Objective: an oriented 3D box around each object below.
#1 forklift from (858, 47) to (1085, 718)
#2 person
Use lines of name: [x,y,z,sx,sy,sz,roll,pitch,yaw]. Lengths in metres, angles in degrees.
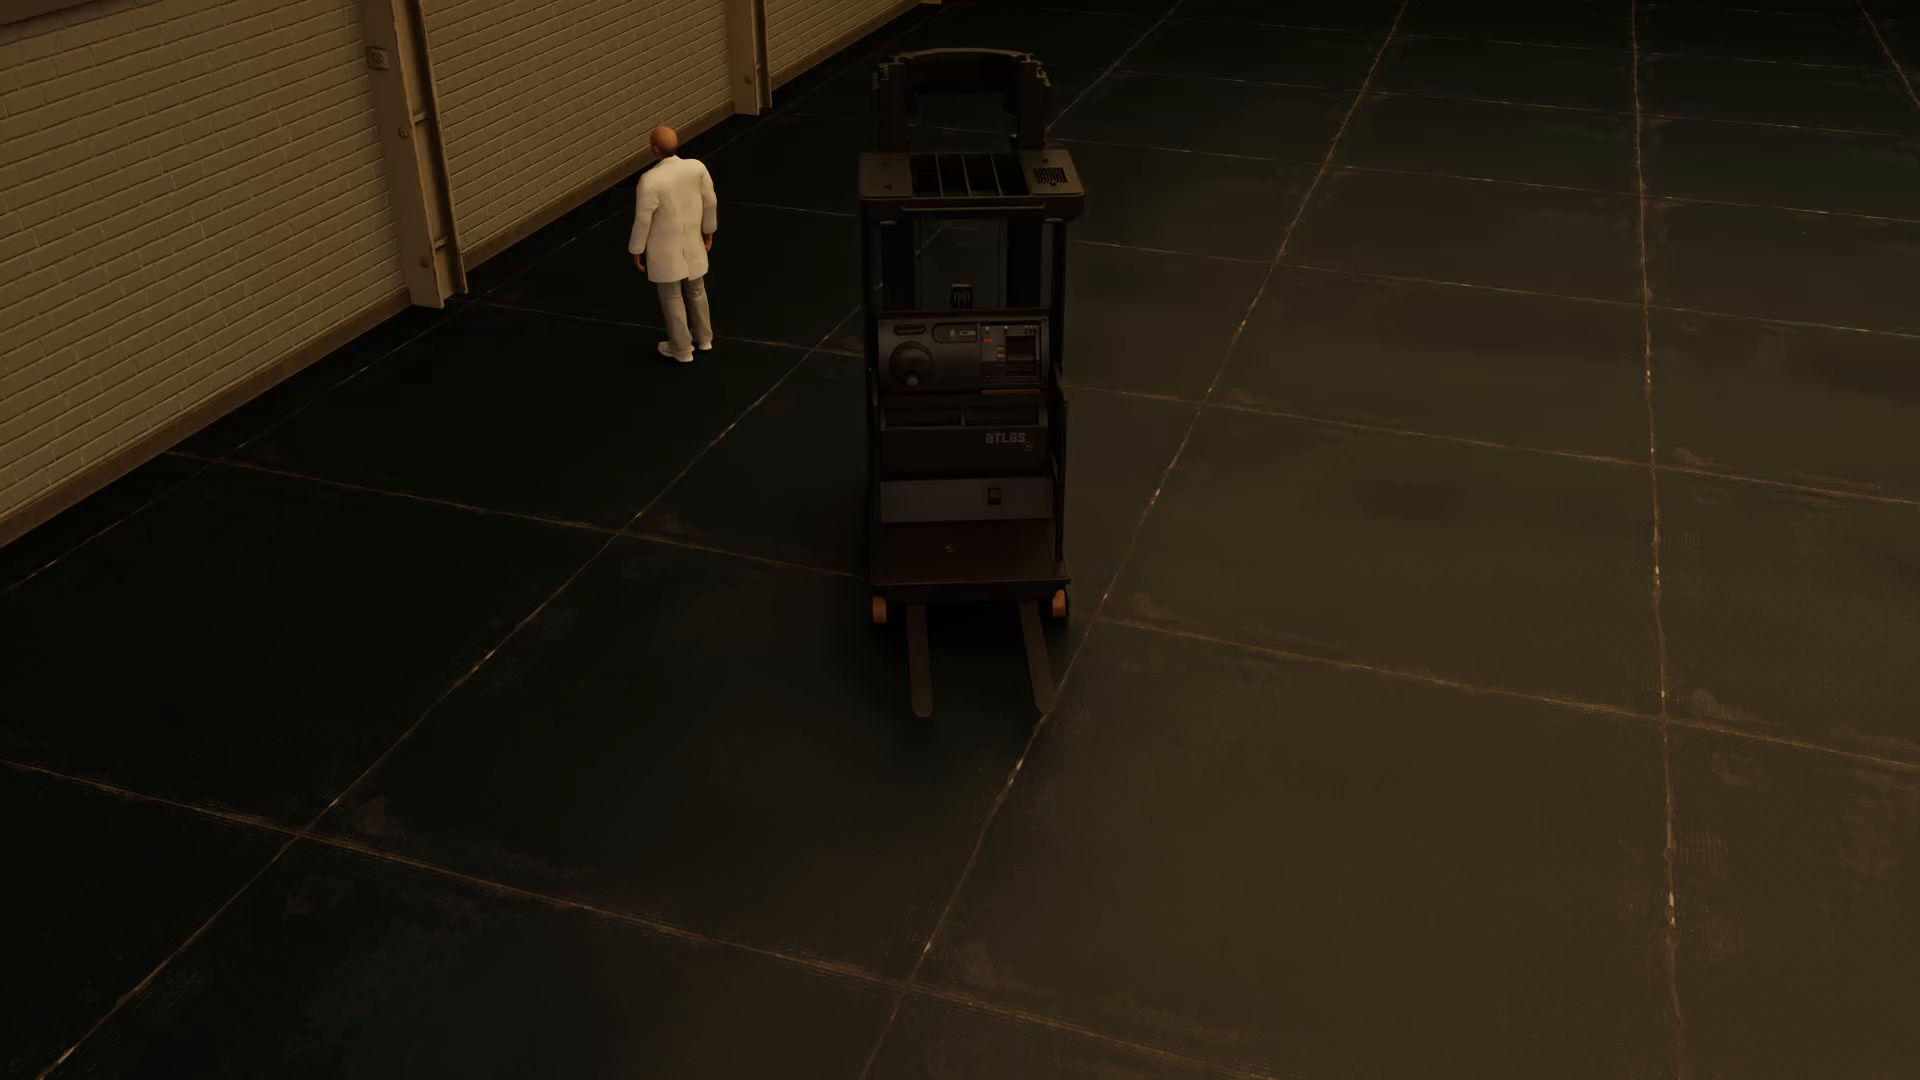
forklift: [0.035,-0.972,8.842,1.130,2.935,3.031,-2,30,-3]
person: [-2.117,-2.169,12.092,0.694,1.777,0.580,-19,35,-30]
